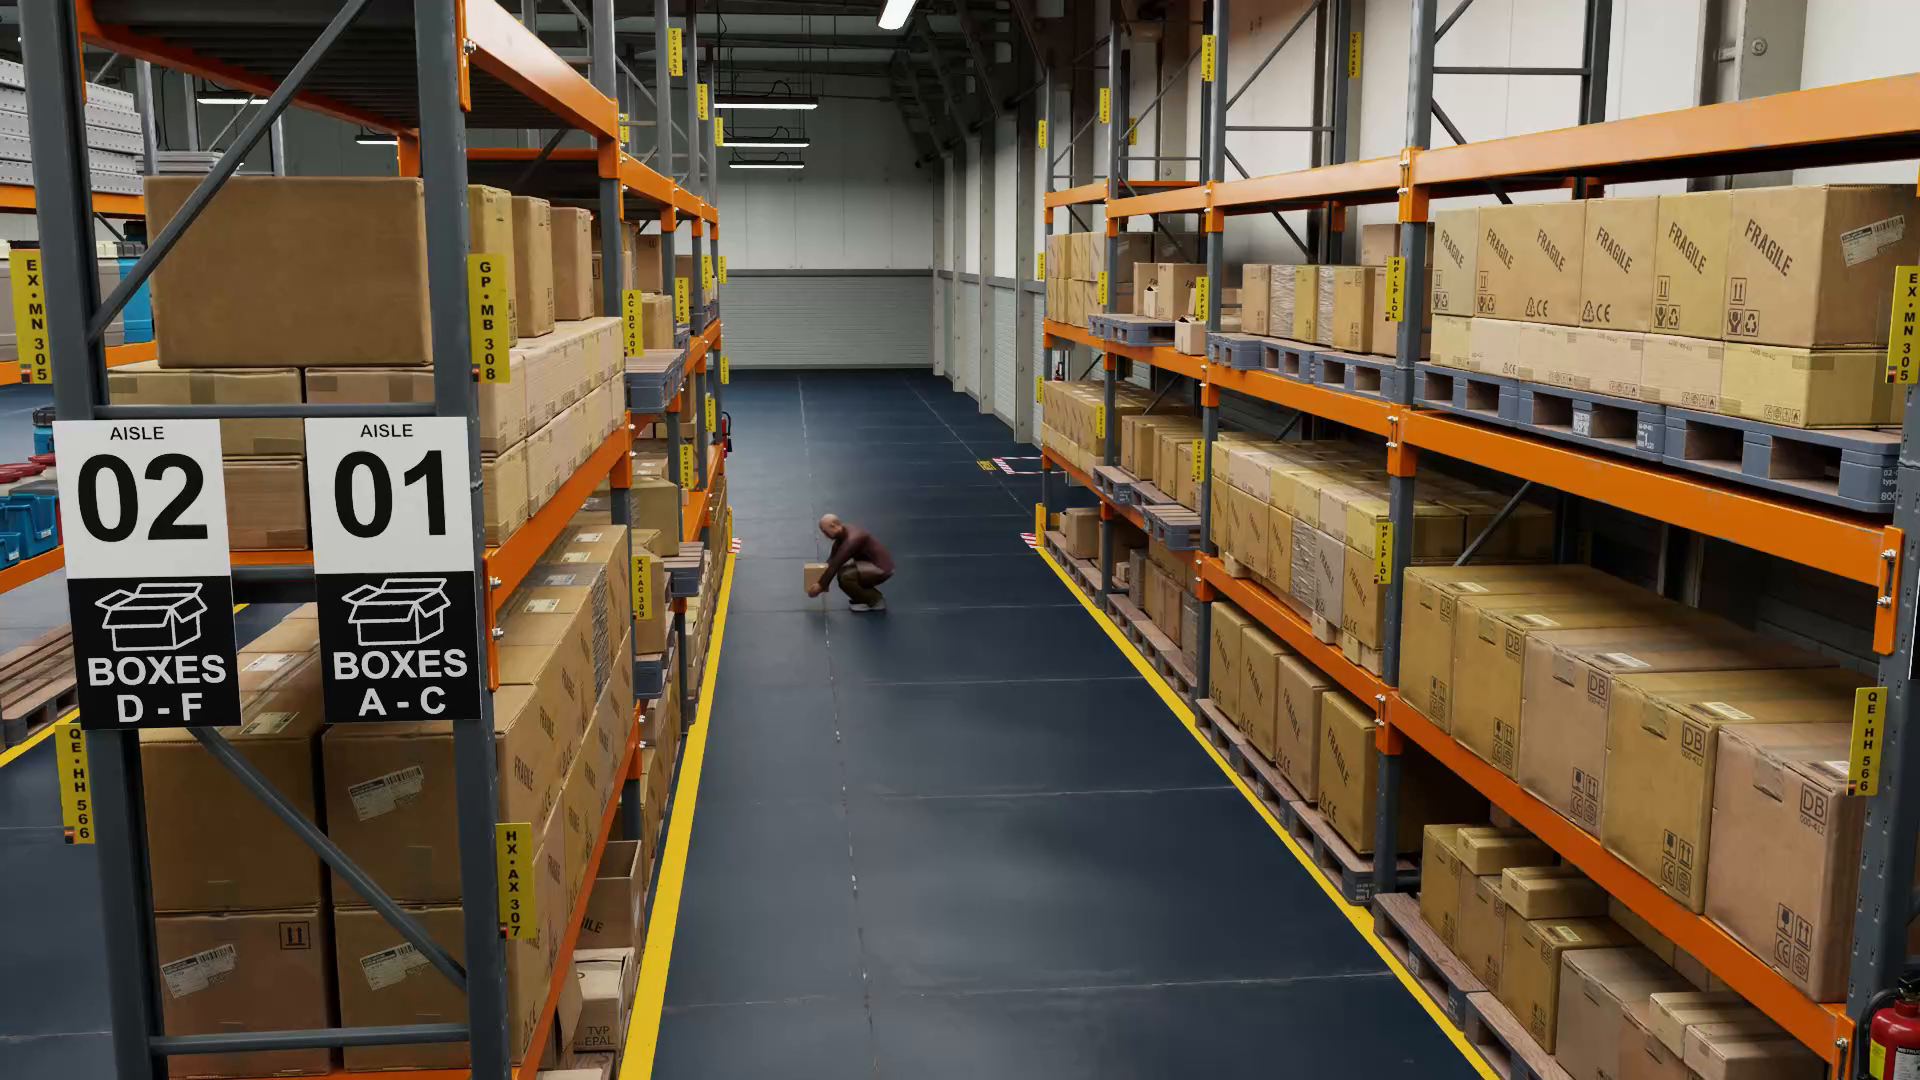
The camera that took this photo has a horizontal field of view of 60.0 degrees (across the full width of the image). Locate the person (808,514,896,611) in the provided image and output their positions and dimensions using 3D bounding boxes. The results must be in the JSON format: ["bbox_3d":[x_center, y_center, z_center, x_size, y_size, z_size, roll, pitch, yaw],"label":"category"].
[{"bbox_3d":[-1.110,0.213,17.019,0.905,0.996,0.599,-1,10,-6],"label":"person"}]
